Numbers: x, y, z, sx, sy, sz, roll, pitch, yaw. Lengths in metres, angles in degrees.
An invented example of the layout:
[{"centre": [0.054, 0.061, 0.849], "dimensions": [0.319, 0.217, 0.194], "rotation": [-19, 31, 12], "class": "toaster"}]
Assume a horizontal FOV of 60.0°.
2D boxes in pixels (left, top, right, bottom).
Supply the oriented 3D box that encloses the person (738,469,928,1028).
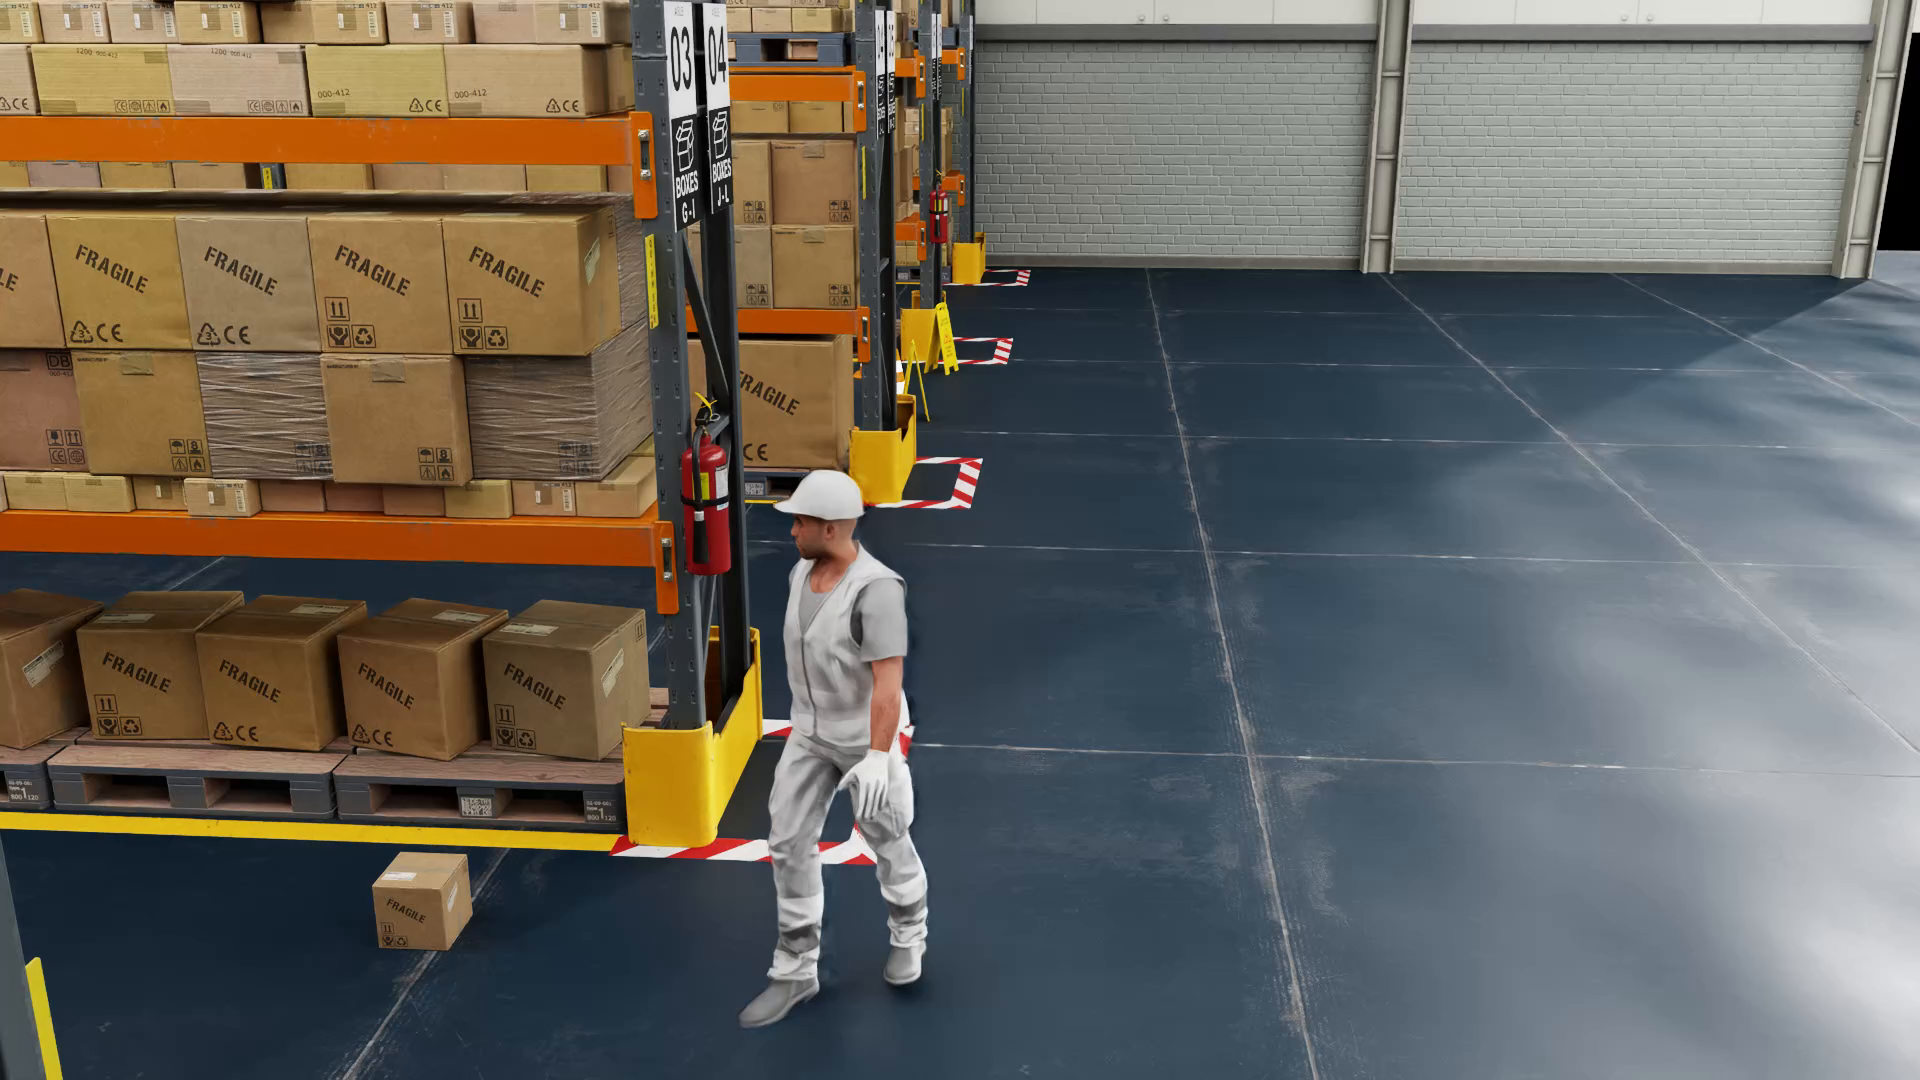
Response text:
[{"centre": [-0.384, 0.679, 5.328], "dimensions": [0.661, 1.807, 0.700], "rotation": [14, 22, 37], "class": "person"}]
